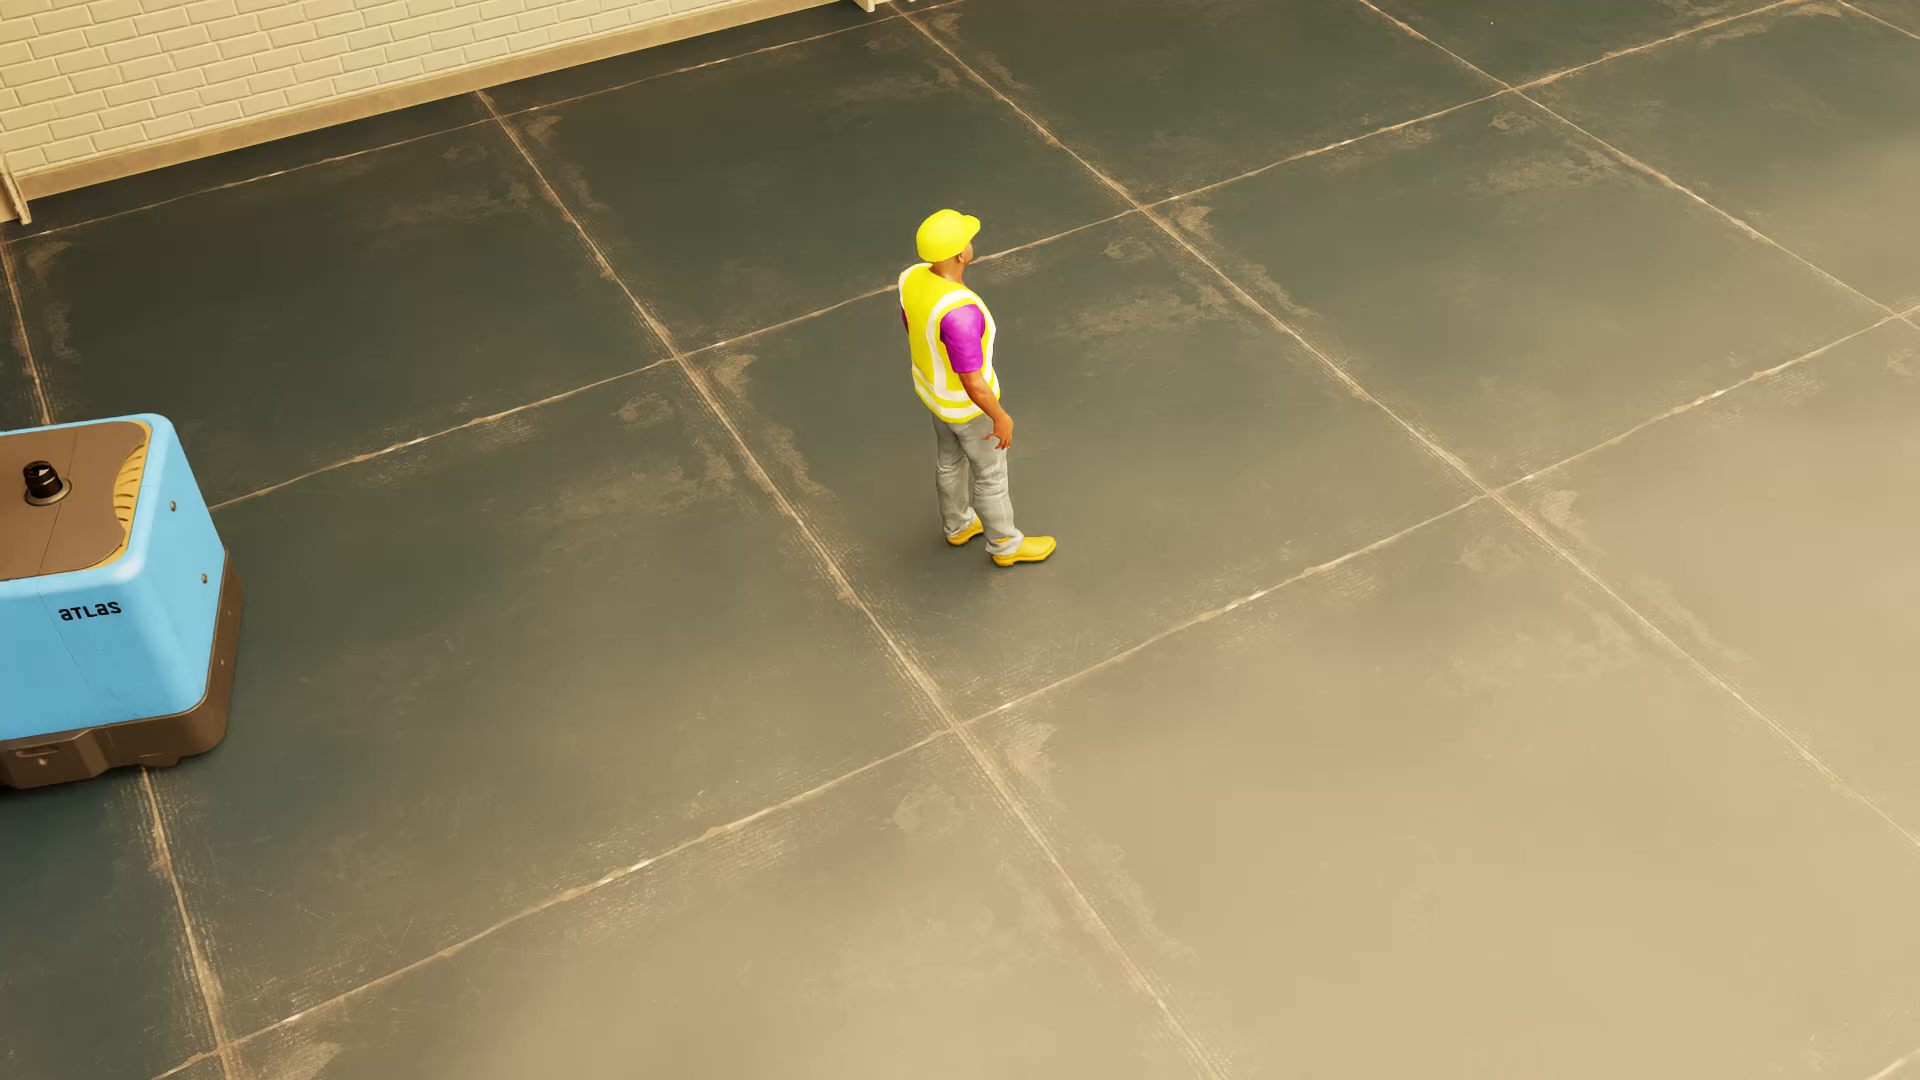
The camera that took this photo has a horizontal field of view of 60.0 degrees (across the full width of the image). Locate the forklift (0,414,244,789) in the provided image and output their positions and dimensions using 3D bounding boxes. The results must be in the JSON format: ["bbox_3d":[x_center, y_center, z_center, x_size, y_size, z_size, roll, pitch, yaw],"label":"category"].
[{"bbox_3d":[-4.614,-0.285,6.005,3.031,2.935,1.130,-9,44,-9],"label":"forklift"}]

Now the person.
[{"bbox_3d":[0.063,-0.673,7.269,0.577,1.765,0.665,-21,47,-21],"label":"person"}]
